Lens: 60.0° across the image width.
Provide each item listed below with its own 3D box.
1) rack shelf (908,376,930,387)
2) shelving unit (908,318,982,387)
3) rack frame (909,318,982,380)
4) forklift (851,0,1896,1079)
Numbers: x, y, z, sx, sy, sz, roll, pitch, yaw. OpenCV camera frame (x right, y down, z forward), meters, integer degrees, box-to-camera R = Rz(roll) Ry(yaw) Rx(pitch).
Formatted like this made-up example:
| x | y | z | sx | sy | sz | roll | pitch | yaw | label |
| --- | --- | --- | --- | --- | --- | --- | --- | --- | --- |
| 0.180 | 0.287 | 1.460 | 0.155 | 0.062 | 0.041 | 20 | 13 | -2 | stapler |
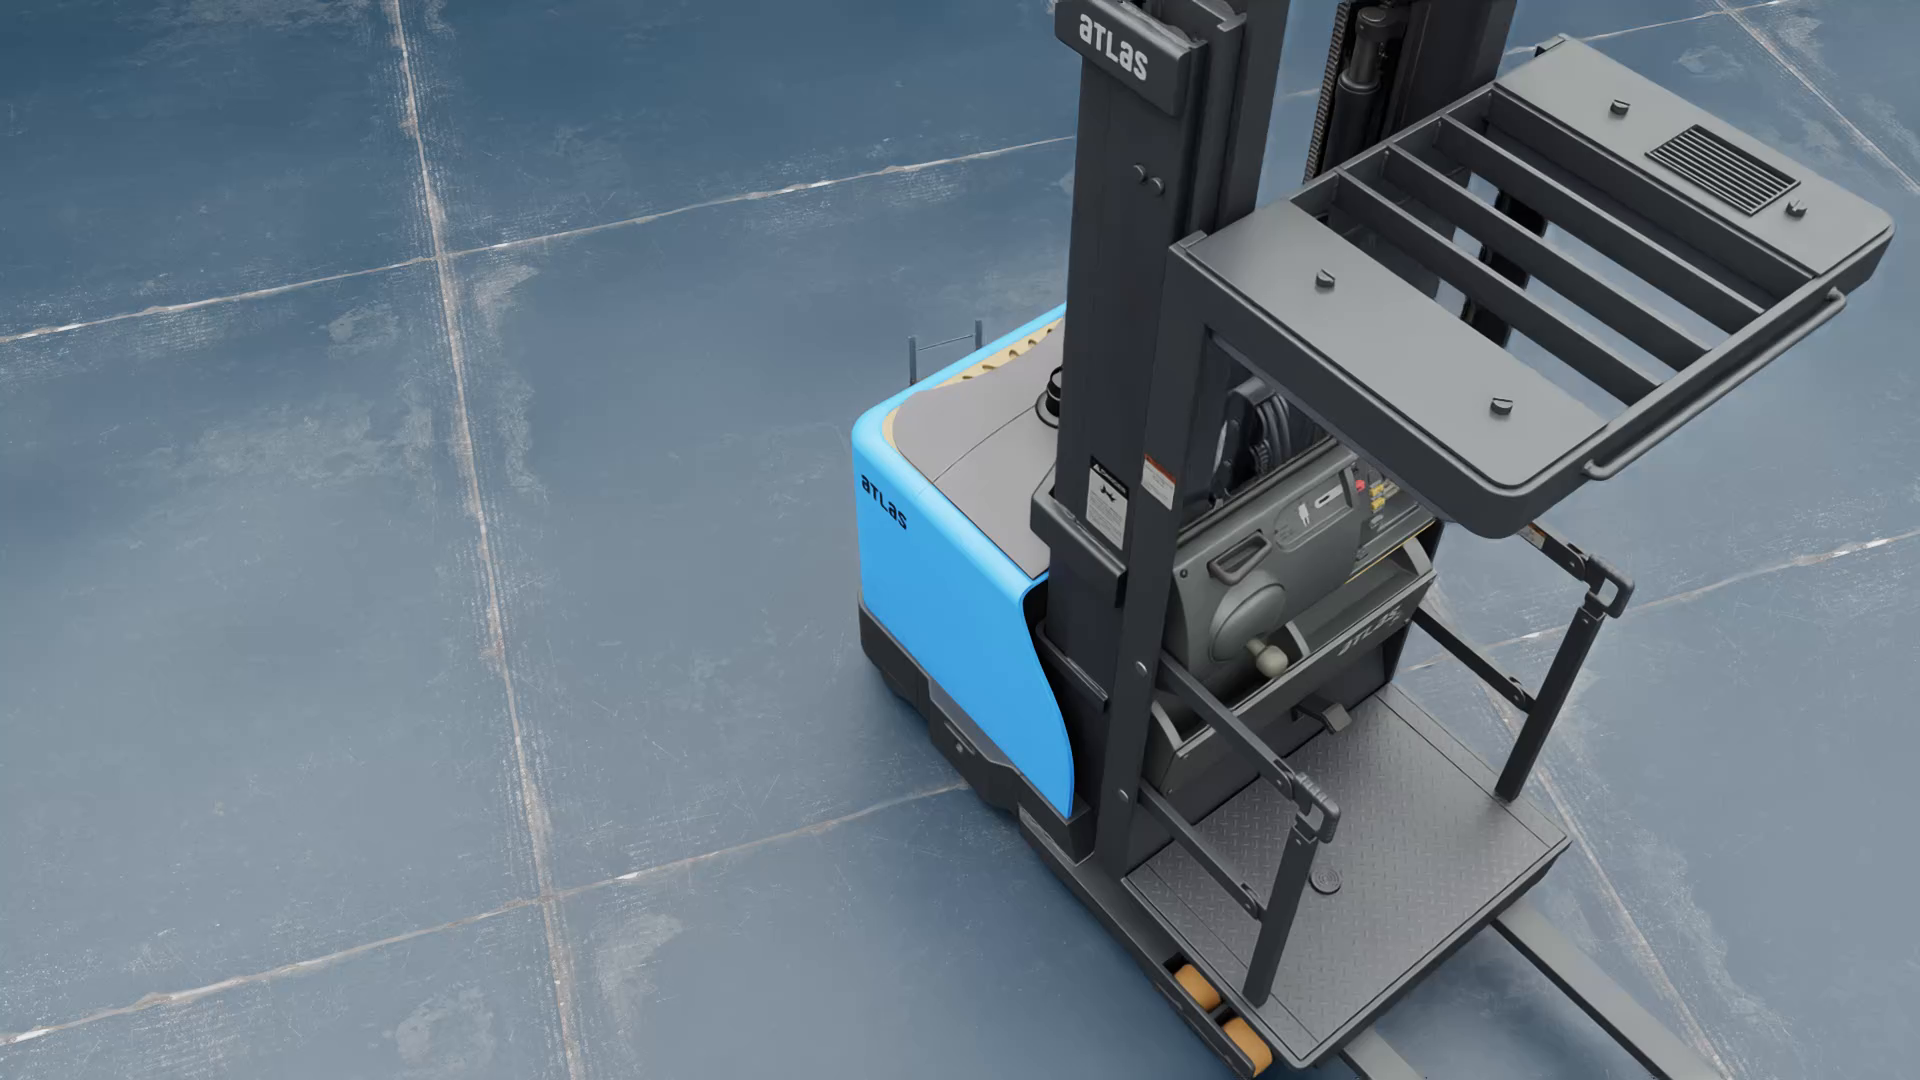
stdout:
| x | y | z | sx | sy | sz | roll | pitch | yaw | label |
| --- | --- | --- | --- | --- | --- | --- | --- | --- | --- |
| -0.008 | -0.443 | 5.226 | 0.258 | 0.077 | 0.200 | -16 | 52 | -13 | rack shelf |
| -0.008 | -0.291 | 5.406 | 0.258 | 0.900 | 0.210 | -16 | 52 | -13 | shelving unit |
| -0.044 | -0.363 | 5.468 | 0.240 | 0.900 | 0.006 | -16 | 52 | -13 | rack frame |
| 0.983 | 0.074 | 3.771 | 1.130 | 2.935 | 3.031 | -31 | 56 | -23 | forklift |
